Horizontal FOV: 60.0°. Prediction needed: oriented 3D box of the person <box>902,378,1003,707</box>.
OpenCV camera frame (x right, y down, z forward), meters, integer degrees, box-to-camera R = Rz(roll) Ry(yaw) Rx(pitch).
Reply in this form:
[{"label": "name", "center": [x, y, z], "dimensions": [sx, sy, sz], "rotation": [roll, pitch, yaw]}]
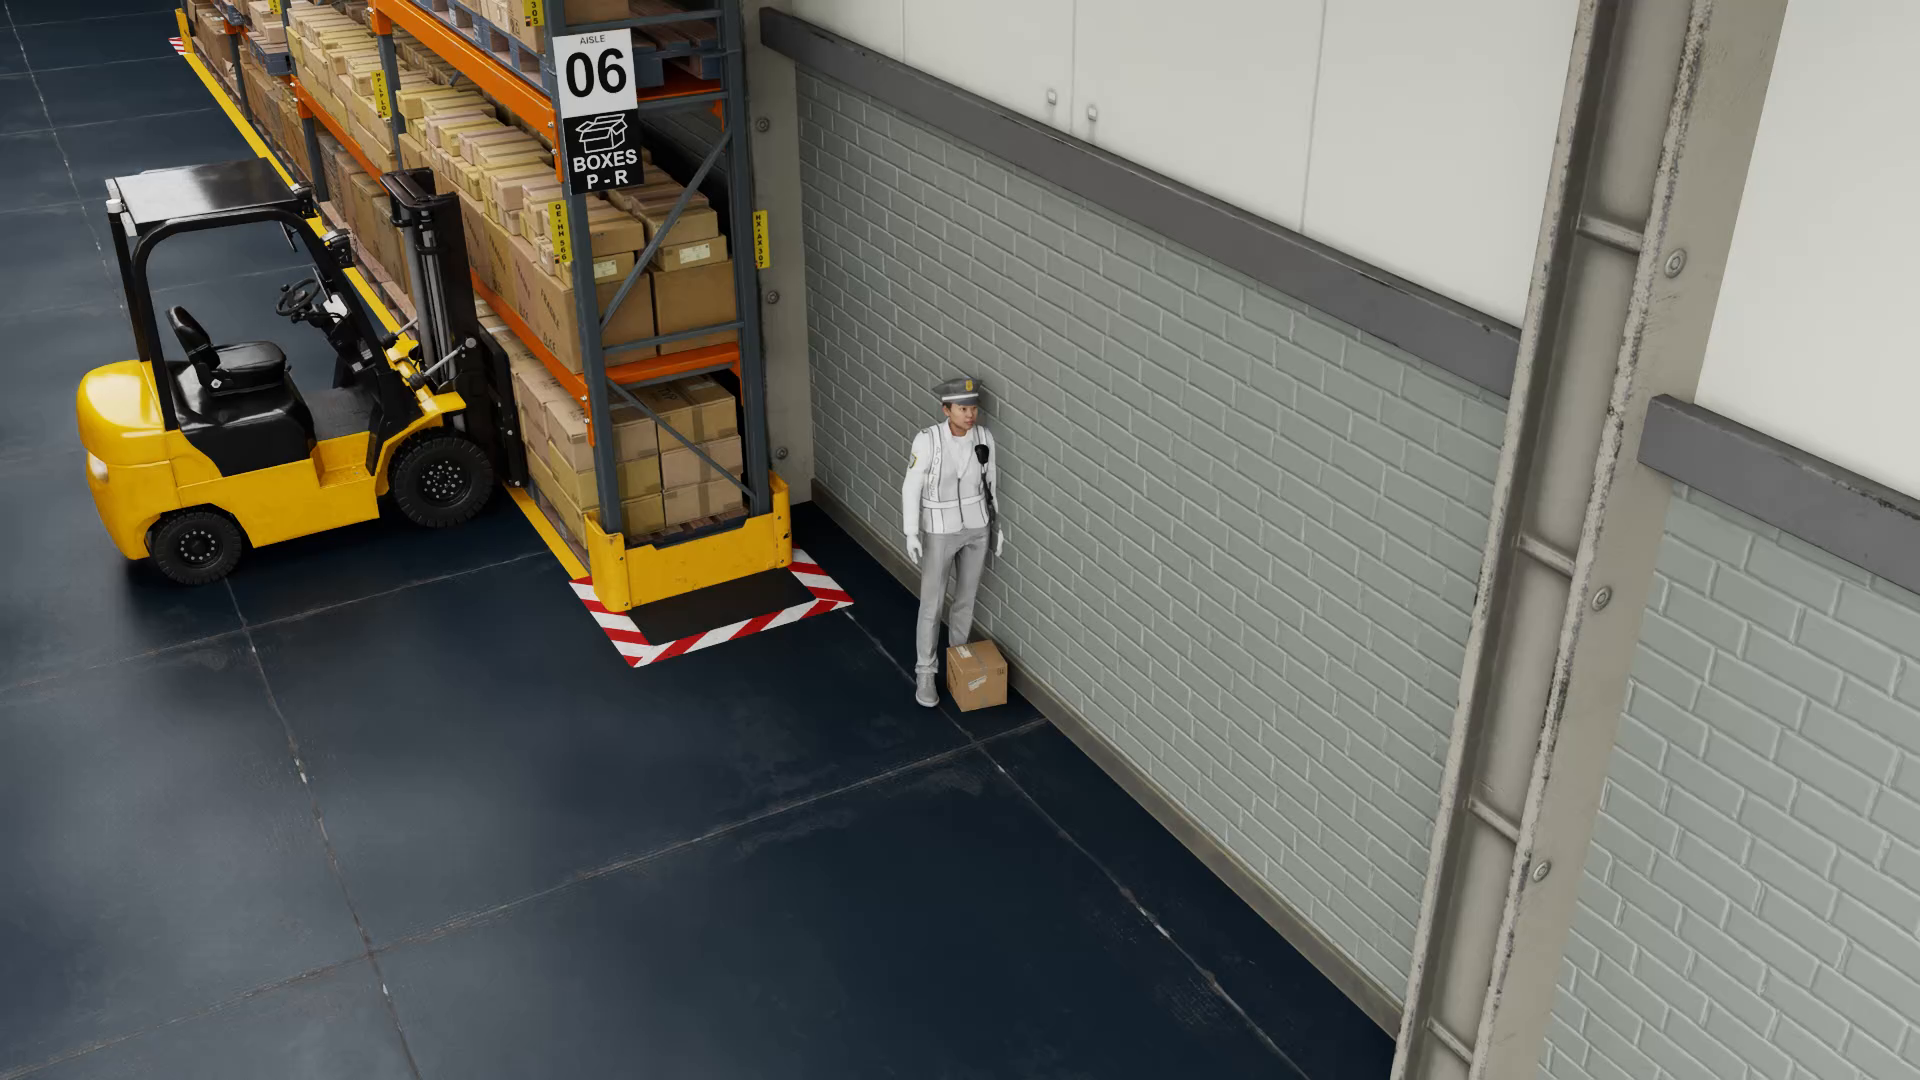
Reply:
[{"label": "person", "center": [-0.001, -0.018, 8.536], "dimensions": [0.587, 1.696, 0.534], "rotation": [-9, 30, -15]}]
